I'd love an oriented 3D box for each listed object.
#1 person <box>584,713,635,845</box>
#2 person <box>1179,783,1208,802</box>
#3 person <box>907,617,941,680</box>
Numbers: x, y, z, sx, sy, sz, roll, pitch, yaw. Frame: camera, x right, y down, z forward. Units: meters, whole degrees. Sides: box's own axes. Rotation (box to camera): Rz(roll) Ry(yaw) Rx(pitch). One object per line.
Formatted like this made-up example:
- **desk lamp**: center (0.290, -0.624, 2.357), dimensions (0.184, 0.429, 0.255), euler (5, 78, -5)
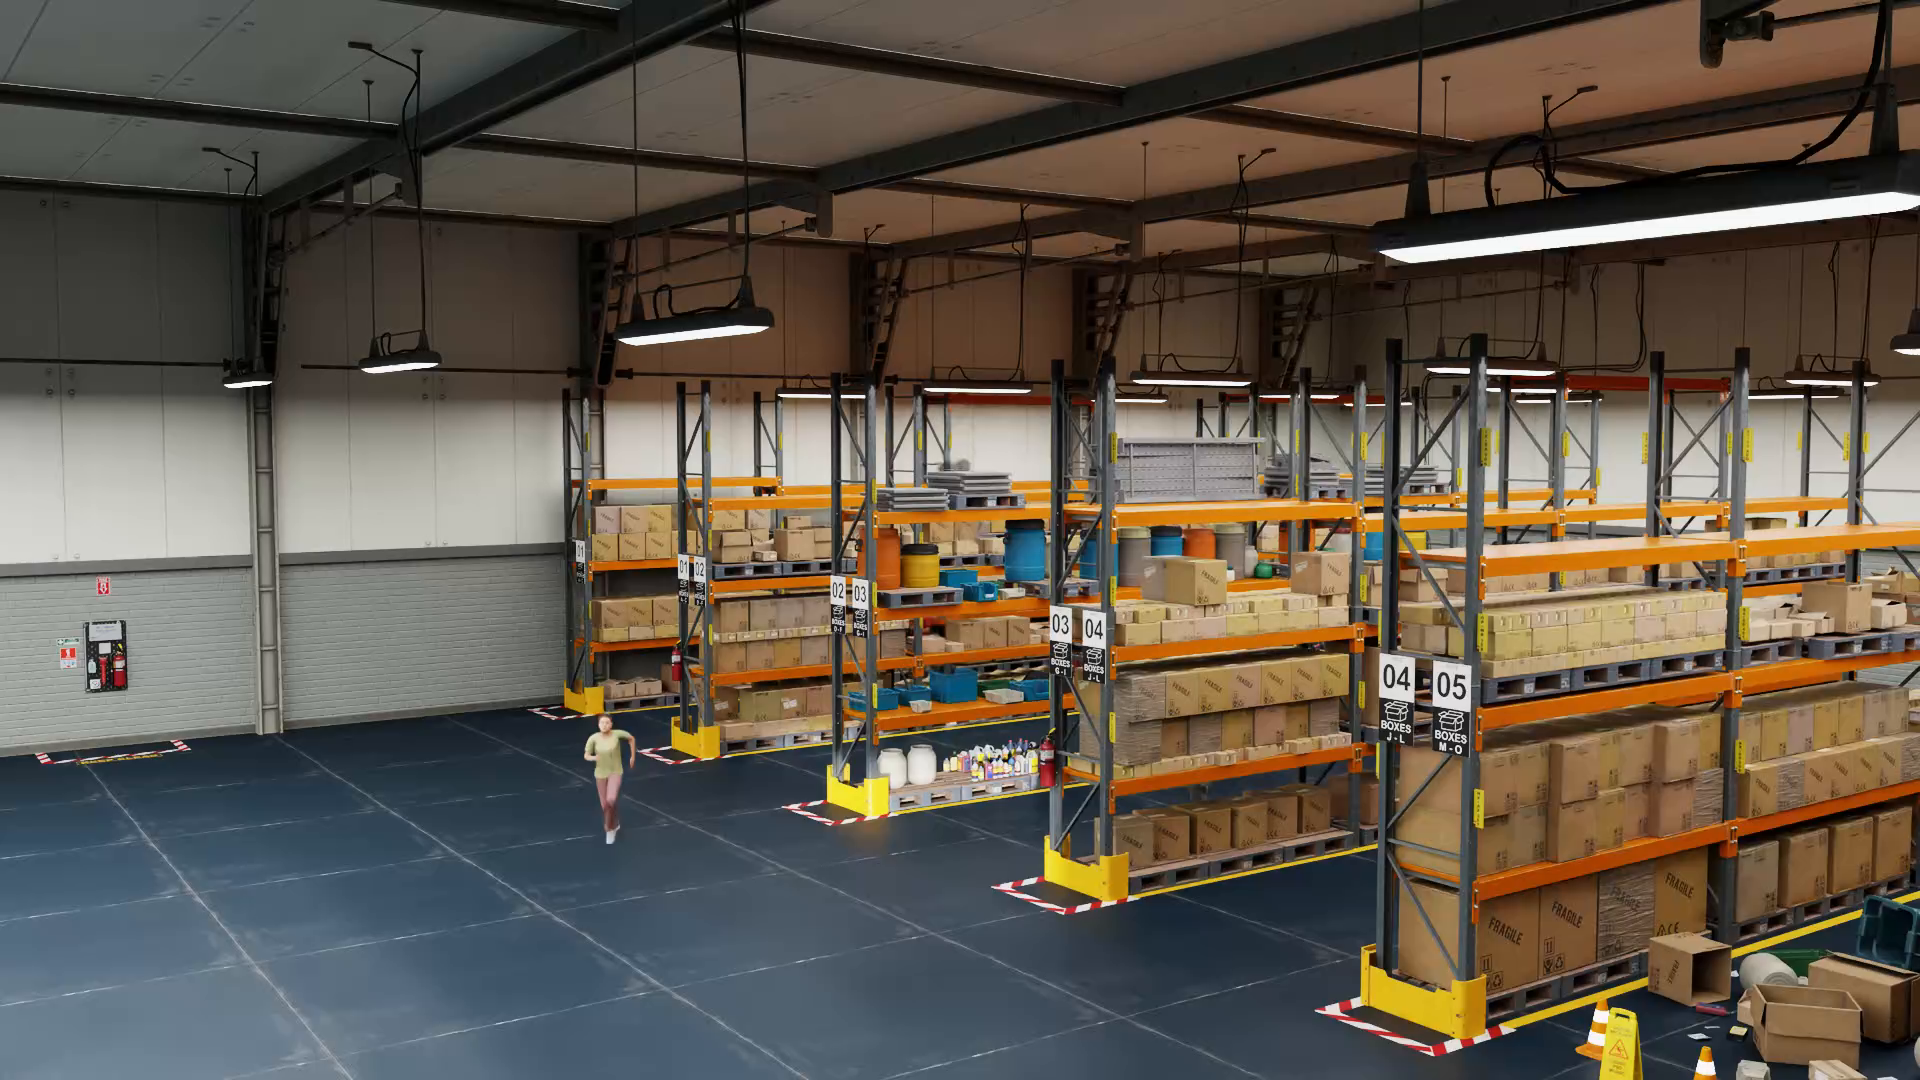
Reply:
- **person**: center (-4.418, 2.983, 20.964), dimensions (0.604, 1.656, 0.784), euler (0, 4, -4)
- **person**: center (3.201, 2.916, 22.340), dimensions (0.558, 1.662, 0.583), euler (-3, 5, -39)
- **person**: center (-0.726, 1.996, 31.499), dimensions (0.875, 1.756, 0.653), euler (-2, 4, -33)
